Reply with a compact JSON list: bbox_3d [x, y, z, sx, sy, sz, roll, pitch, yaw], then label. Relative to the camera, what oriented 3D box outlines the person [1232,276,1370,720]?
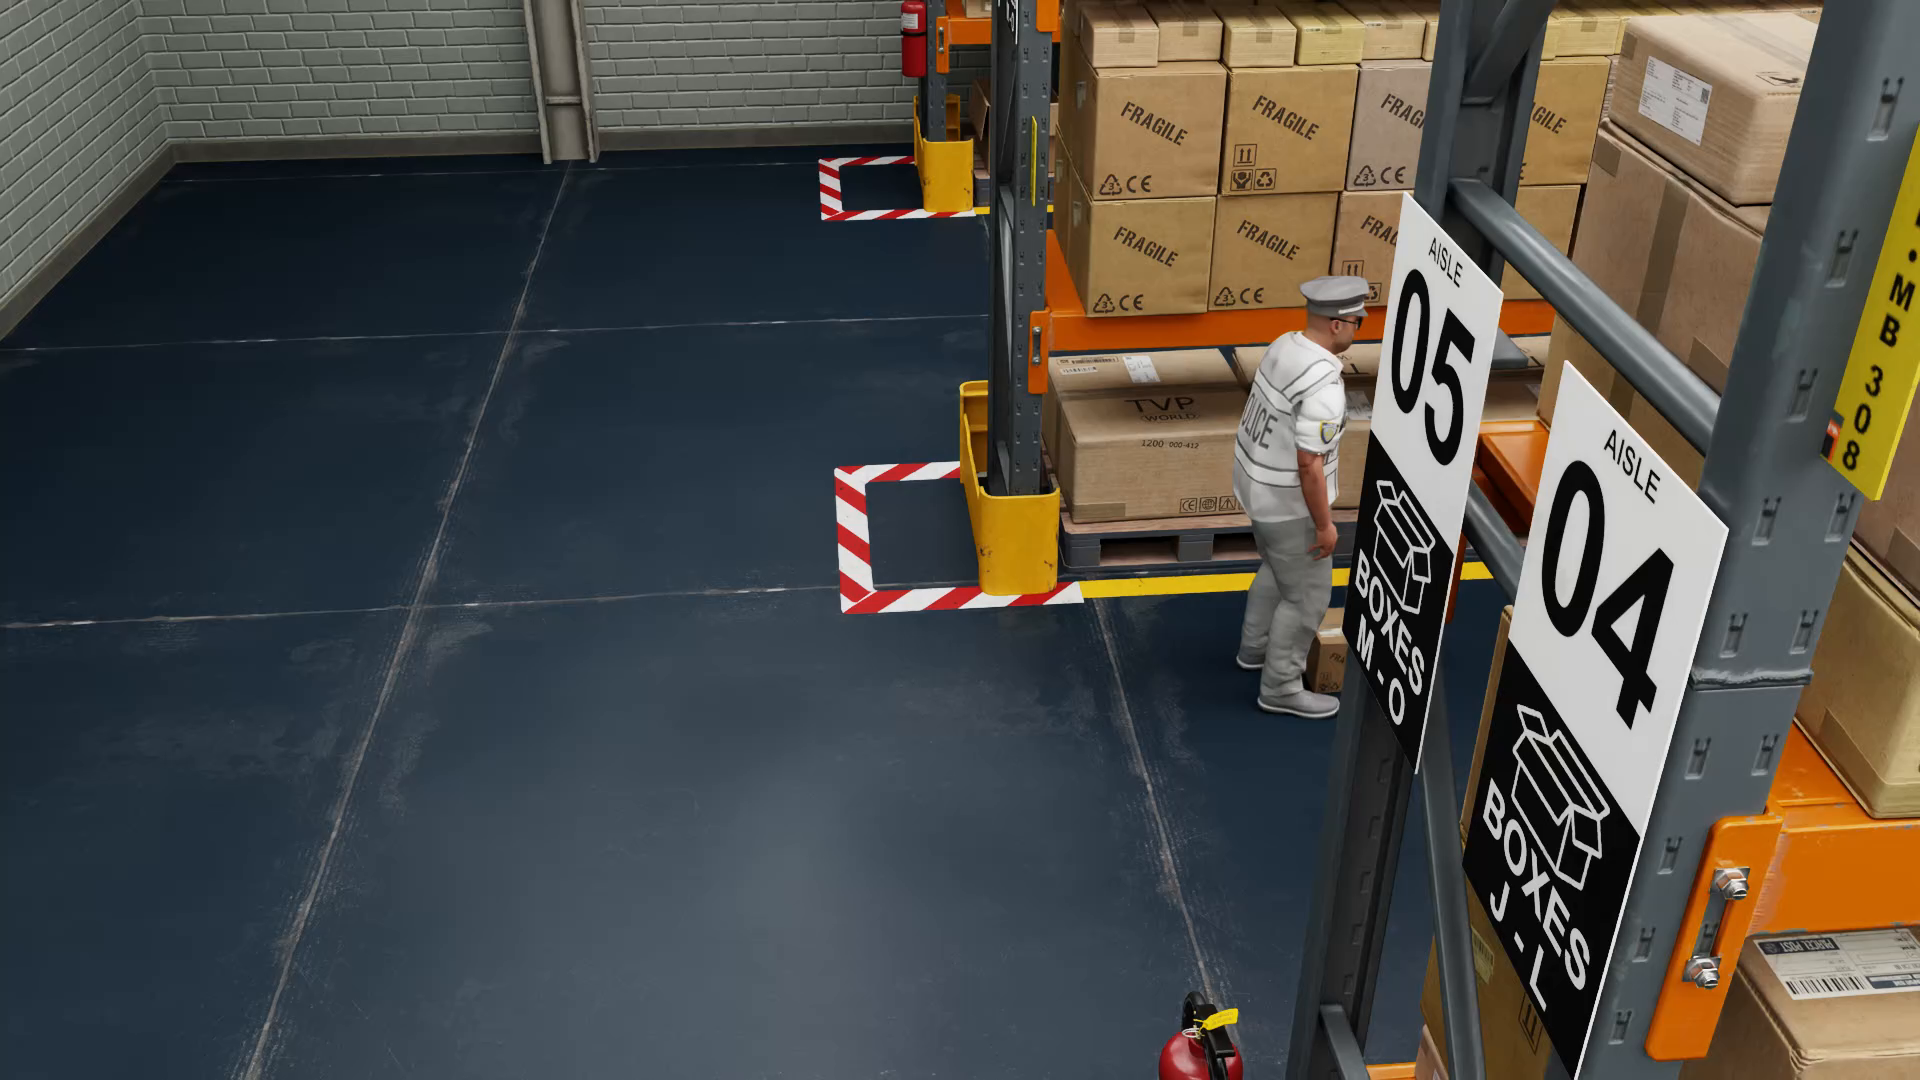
[{"bbox_3d":[1.279,-0.167,6.408,0.437,1.744,0.582,-4,31,-7],"label":"person"}]
